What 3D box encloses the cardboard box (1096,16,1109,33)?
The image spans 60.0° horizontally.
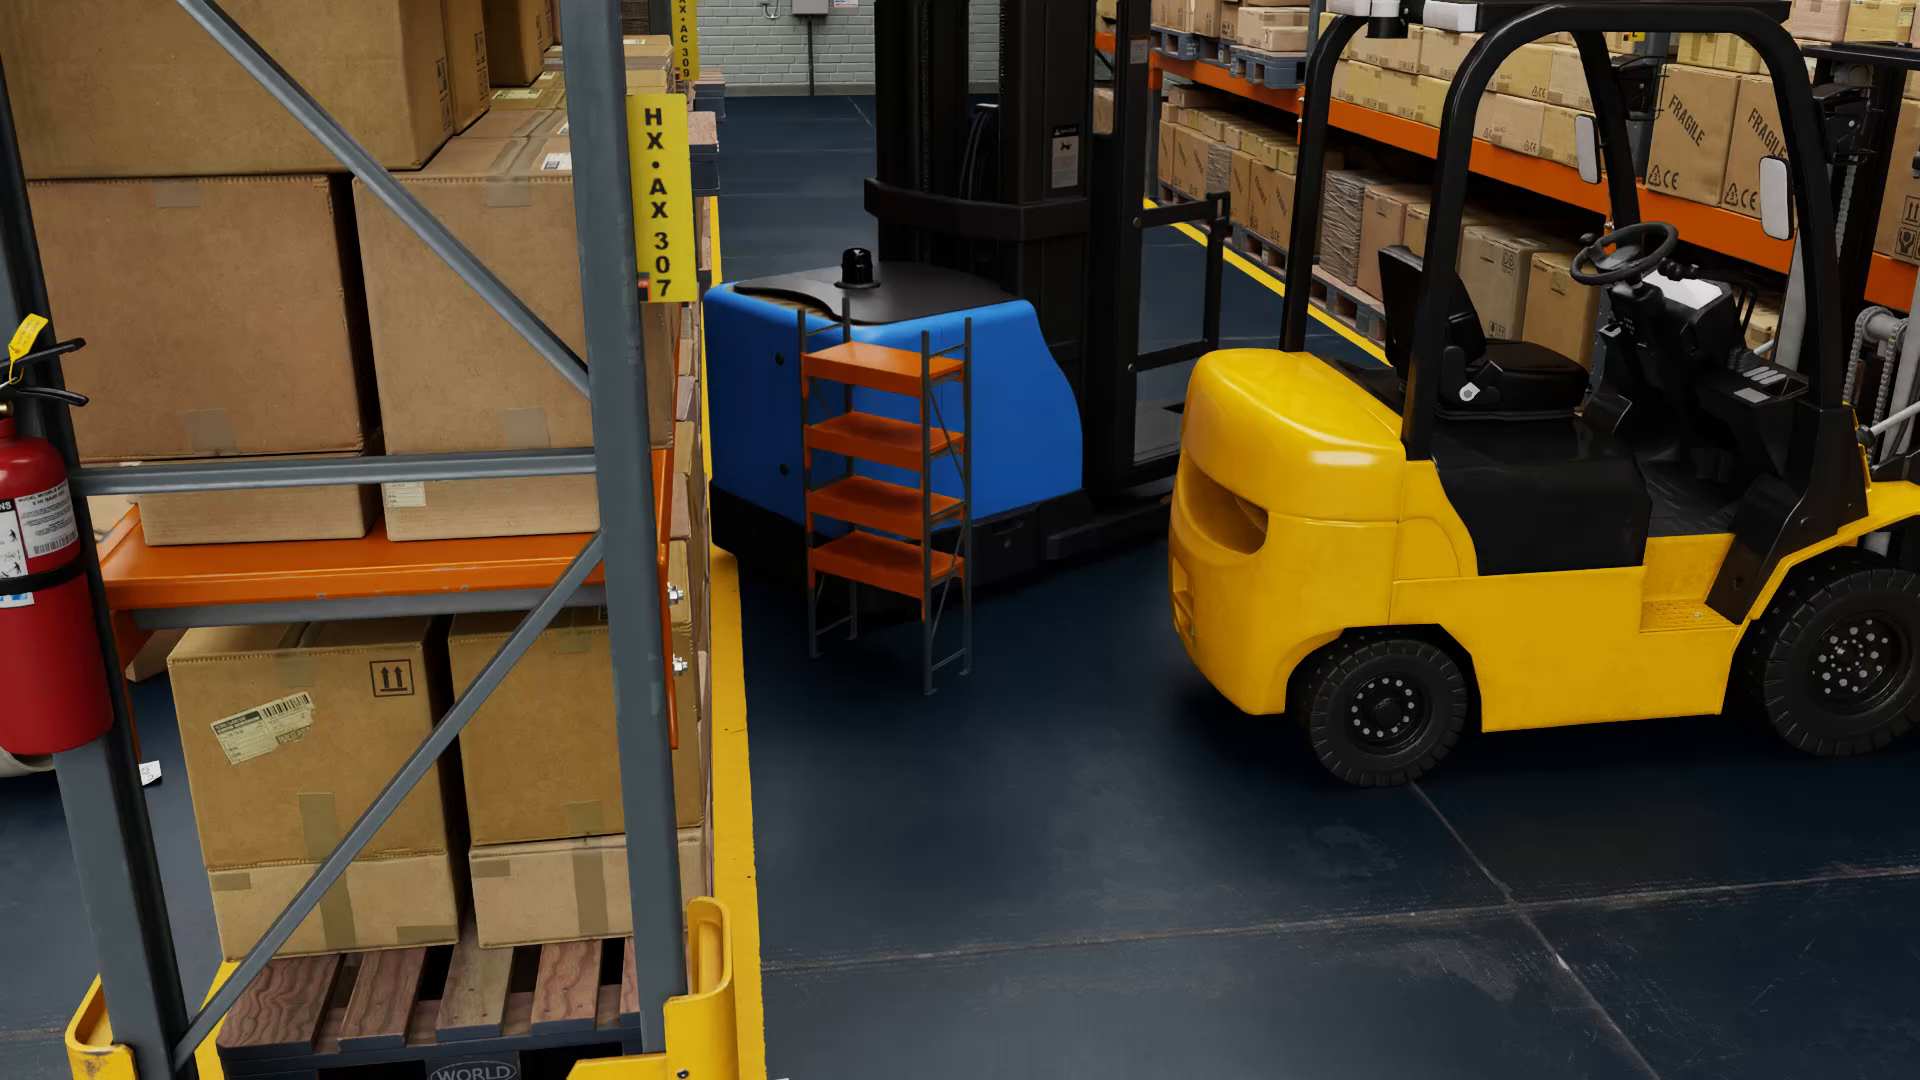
[{"bbox_3d":[1.564,-5.112,16.476,0.380,0.149,0.250,-2,21,-7],"label":"cardboard box"}]

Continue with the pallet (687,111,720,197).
[{"bbox_3d":[-1.554,-1.672,7.180,1.003,0.211,1.213,-3,21,-8],"label":"pallet"}]

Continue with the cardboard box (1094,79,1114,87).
[{"bbox_3d":[1.588,-4.707,17.999,0.797,0.503,0.637,-4,21,-10],"label":"cardboard box"}]

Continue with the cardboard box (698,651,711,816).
[{"bbox_3d":[-0.920,0.516,4.377,0.500,0.250,0.500,-2,21,-6],"label":"cardboard box"}]

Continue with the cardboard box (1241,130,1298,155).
[{"bbox_3d":[2.331,-2.981,12.455,0.380,0.149,0.250,-3,21,-9],"label":"cardboard box"}]

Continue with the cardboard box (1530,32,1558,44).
[{"bbox_3d":[2.847,-2.459,7.944,0.380,0.149,0.250,-4,21,-9],"label":"cardboard box"}]

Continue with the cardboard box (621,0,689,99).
[{"bbox_3d":[-1.372,-2.050,6.748,0.500,0.500,0.500,-2,21,-6],"label":"cardboard box"}]

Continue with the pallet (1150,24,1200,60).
[{"bbox_3d":[2.177,-4.139,13.786,1.003,0.211,1.213,-3,21,-8],"label":"pallet"}]

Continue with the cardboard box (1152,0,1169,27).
[{"bbox_3d":[2.018,-4.576,13.938,0.700,0.500,0.500,-2,21,-6],"label":"cardboard box"}]

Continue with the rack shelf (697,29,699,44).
[{"bbox_3d":[-3.030,-4.615,15.814,1.077,0.370,4.000,-3,21,-8],"label":"rack shelf"}]

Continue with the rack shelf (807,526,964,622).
[{"bbox_3d":[-0.237,0.107,5.475,0.480,0.148,0.258,14,25,33],"label":"rack shelf"}]

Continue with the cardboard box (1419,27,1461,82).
[{"bbox_3d":[2.796,-2.593,8.872,0.500,0.250,0.500,-3,21,-7],"label":"cardboard box"}]

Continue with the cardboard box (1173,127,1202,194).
[{"bbox_3d":[2.103,-3.174,13.901,0.500,0.500,0.500,-3,21,-8],"label":"cardboard box"}]

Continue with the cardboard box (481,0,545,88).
[{"bbox_3d":[-1.477,-1.452,4.320,0.700,0.500,0.500,-3,21,-8],"label":"cardboard box"}]

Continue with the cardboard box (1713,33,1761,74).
[{"bbox_3d":[3.148,-1.879,6.390,0.380,0.149,0.250,-2,21,-6],"label":"cardboard box"}]

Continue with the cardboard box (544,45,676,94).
[{"bbox_3d":[-1.197,-1.357,5.494,0.500,0.500,0.500,-2,21,-6],"label":"cardboard box"}]

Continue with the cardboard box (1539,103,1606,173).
[{"bbox_3d":[2.992,-1.832,7.550,0.500,0.250,0.500,-2,21,-7],"label":"cardboard box"}]

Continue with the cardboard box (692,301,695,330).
[{"bbox_3d":[-1.979,-1.389,9.304,0.950,0.372,0.625,-3,21,-9],"label":"cardboard box"}]

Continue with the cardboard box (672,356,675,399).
[{"bbox_3d":[-0.855,-0.388,3.827,0.380,0.149,0.250,-3,21,-7],"label":"cardboard box"}]

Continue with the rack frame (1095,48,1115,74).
[{"bbox_3d":[1.593,-5.896,18.216,1.000,3.000,0.127,-3,21,-8],"label":"rack frame"}]

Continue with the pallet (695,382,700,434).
[{"bbox_3d":[-1.702,-0.453,7.627,1.003,0.211,1.213,-3,21,-8],"label":"pallet"}]

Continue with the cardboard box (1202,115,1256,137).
[{"bbox_3d":[2.175,-3.340,13.418,0.380,0.149,0.250,-3,21,-8],"label":"cardboard box"}]

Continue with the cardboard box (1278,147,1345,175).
[{"bbox_3d":[2.425,-2.614,11.474,0.380,0.149,0.250,-4,21,-10],"label":"cardboard box"}]

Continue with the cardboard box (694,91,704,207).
[{"bbox_3d":[-2.435,-2.938,12.732,0.875,0.875,0.875,-2,21,-6],"label":"cardboard box"}]

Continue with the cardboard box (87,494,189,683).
[{"bbox_3d":[-2.780,0.120,5.678,0.500,0.500,0.500,12,24,29],"label":"cardboard box"}]

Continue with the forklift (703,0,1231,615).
[{"bbox_3d":[0.478,-1.515,6.585,3.031,2.935,1.130,-17,26,-37],"label":"forklift"}]

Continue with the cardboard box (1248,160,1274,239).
[{"bbox_3d":[2.411,-2.461,11.992,0.500,0.500,0.500,-3,21,-9],"label":"cardboard box"}]

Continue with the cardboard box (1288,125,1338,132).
[{"bbox_3d":[2.740,-3.097,12.767,0.380,0.149,0.250,-3,21,-7],"label":"cardboard box"}]

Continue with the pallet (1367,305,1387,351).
[{"bbox_3d":[2.999,-1.112,9.391,1.003,0.211,1.213,-3,21,-8],"label":"pallet"}]

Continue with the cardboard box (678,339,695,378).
[{"bbox_3d":[-1.162,-0.382,5.711,0.500,0.500,0.500,-3,21,-7],"label":"cardboard box"}]

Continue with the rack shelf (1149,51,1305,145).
[{"bbox_3d":[2.458,-3.482,12.780,1.077,0.370,4.000,-3,21,-8],"label":"rack shelf"}]

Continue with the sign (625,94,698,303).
[{"bbox_3d":[-0.475,-0.538,2.632,0.100,0.325,0.005,-3,21,-8],"label":"sign"}]

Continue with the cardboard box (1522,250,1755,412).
[{"bbox_3d":[3.237,-1.006,7.916,0.875,0.625,0.625,-2,21,-5],"label":"cardboard box"}]

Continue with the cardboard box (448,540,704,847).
[{"bbox_3d":[-0.858,0.334,3.793,0.500,0.500,0.500,-4,21,-10],"label":"cardboard box"}]

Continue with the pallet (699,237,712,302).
[{"bbox_3d":[-2.204,-1.845,11.355,1.003,0.211,1.213,-3,21,-8],"label":"pallet"}]

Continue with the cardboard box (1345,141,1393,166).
[{"bbox_3d":[2.968,-2.746,11.825,0.380,0.149,0.250,-2,21,-6],"label":"cardboard box"}]

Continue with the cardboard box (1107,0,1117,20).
[{"bbox_3d":[1.709,-5.090,15.848,0.500,0.250,0.500,-3,21,-8],"label":"cardboard box"}]

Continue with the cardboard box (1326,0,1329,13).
[{"bbox_3d":[2.501,-3.352,10.333,0.380,0.149,0.250,-2,21,-6],"label":"cardboard box"}]

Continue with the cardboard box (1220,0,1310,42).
[{"bbox_3d":[2.328,-3.927,12.196,0.797,0.503,0.637,-3,21,-9],"label":"cardboard box"}]

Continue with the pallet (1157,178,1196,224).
[{"bbox_3d":[2.325,-2.925,14.247,1.003,0.211,1.213,-3,21,-8],"label":"pallet"}]

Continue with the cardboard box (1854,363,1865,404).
[{"bbox_3d":[3.297,-0.404,5.411,0.500,0.250,0.500,-3,21,-9],"label":"cardboard box"}]

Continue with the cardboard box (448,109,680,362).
[{"bbox_3d":[-0.883,-0.648,3.597,0.500,0.500,0.500,-2,21,-6],"label":"cardboard box"}]

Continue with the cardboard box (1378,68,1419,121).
[{"bbox_3d":[2.717,-2.538,9.438,0.500,0.250,0.500,-4,21,-10],"label":"cardboard box"}]

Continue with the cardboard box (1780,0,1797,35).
[{"bbox_3d":[3.248,-1.932,6.108,0.380,0.149,0.250,-3,21,-9],"label":"cardboard box"}]

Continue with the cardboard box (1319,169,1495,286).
[{"bbox_3d":[2.823,-1.994,10.562,0.875,0.625,0.625,-2,21,-6],"label":"cardboard box"}]

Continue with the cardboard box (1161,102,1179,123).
[{"bbox_3d":[1.958,-3.703,14.390,0.380,0.149,0.250,-2,21,-5],"label":"cardboard box"}]

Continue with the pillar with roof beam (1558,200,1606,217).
[{"bbox_3d":[-0.434,-5.314,8.082,9.100,9.000,0.400,-3,21,-8],"label":"pillar with roof beam"}]

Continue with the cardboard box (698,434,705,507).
[{"bbox_3d":[-1.237,-0.207,6.314,0.500,0.250,0.500,-2,21,-5],"label":"cardboard box"}]

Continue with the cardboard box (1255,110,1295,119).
[{"bbox_3d":[2.658,-3.466,13.755,0.380,0.149,0.250,-4,21,-10],"label":"cardboard box"}]

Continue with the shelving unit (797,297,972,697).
[{"bbox_3d":[-0.237,-0.142,5.382,0.503,1.200,0.258,14,25,33],"label":"shelving unit"}]

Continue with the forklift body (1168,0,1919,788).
[{"bbox_3d":[1.821,-0.523,5.044,2.313,2.155,1.214,-3,21,-8],"label":"forklift body"}]

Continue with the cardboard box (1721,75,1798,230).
[{"bbox_3d":[3.220,-1.442,6.147,0.500,0.500,0.500,-3,21,-7],"label":"cardboard box"}]
